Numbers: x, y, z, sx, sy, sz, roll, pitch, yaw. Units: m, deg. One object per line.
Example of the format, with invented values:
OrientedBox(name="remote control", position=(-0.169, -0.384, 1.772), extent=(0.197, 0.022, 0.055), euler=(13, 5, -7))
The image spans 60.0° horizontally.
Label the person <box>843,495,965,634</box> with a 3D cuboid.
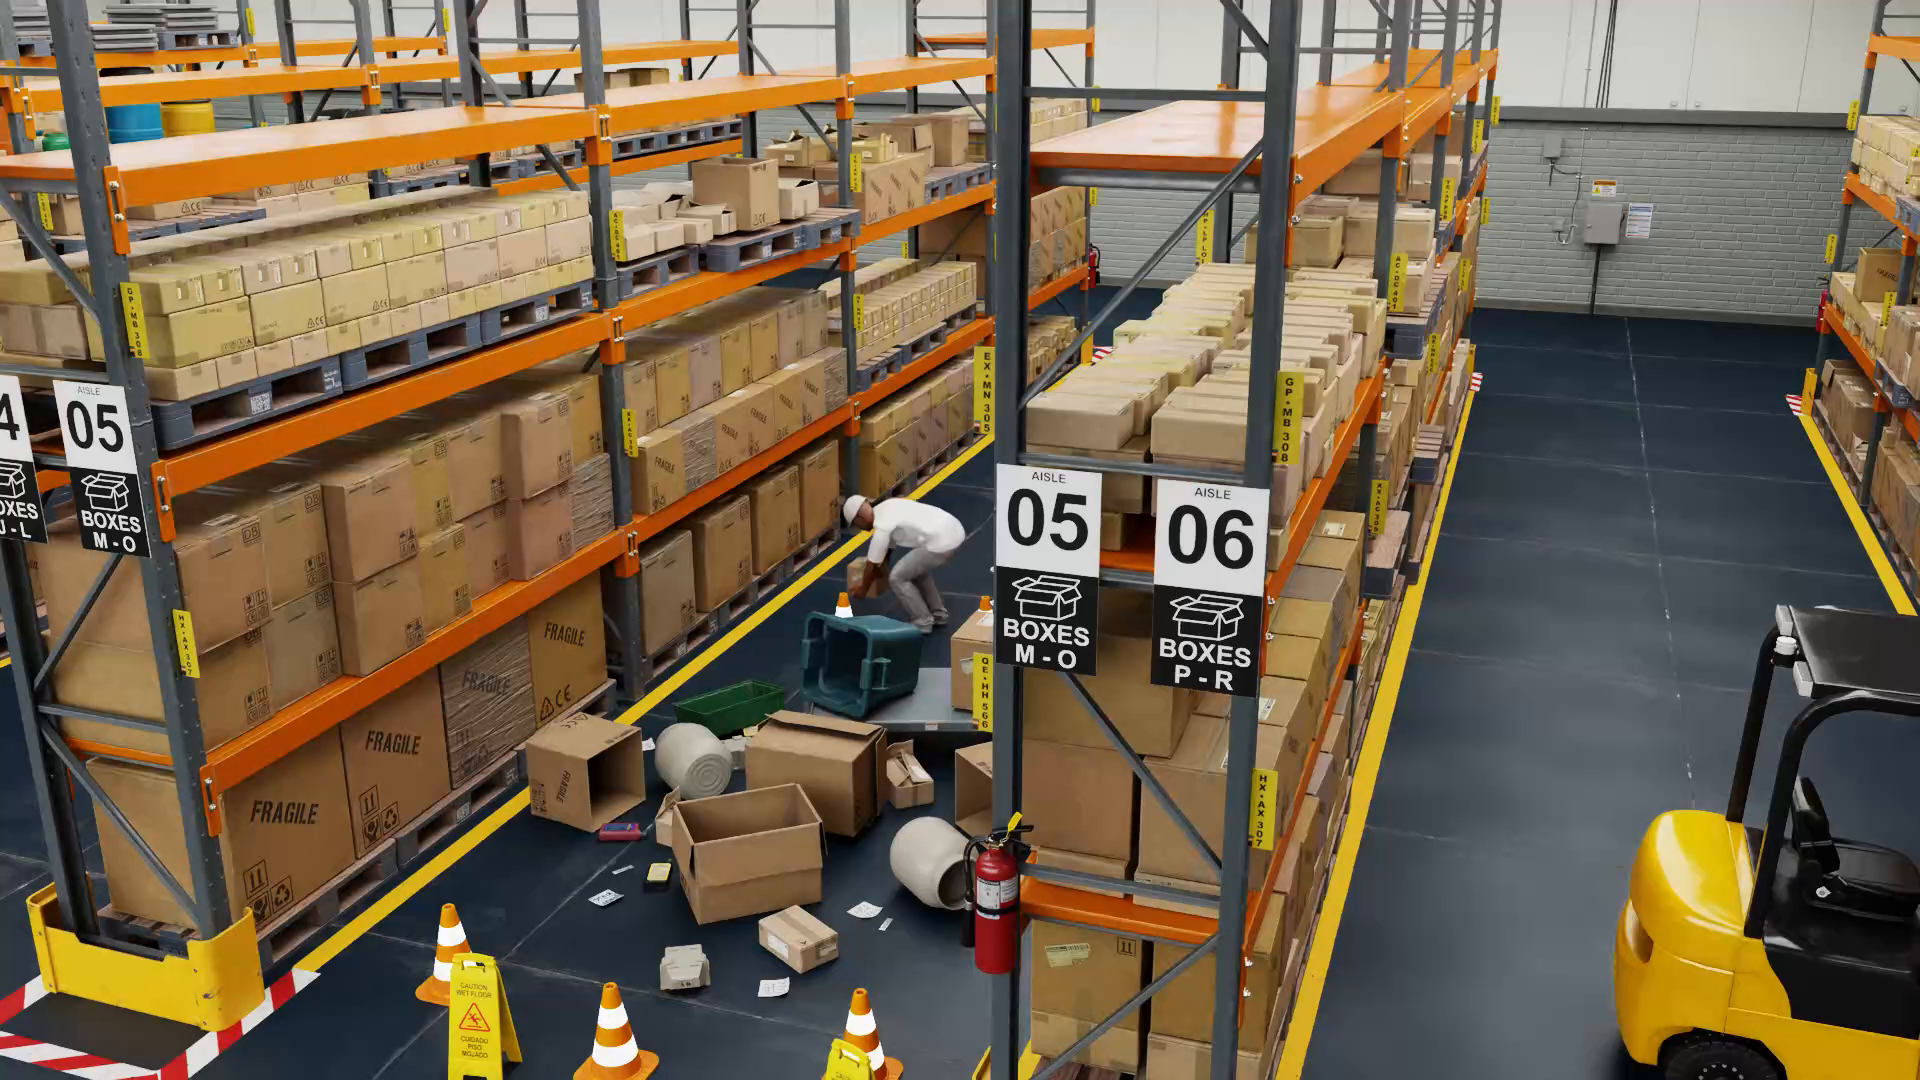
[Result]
OrientedBox(name="person", position=(-0.451, 0.184, 13.098), extent=(0.966, 1.052, 0.515), euler=(5, 19, 16))
